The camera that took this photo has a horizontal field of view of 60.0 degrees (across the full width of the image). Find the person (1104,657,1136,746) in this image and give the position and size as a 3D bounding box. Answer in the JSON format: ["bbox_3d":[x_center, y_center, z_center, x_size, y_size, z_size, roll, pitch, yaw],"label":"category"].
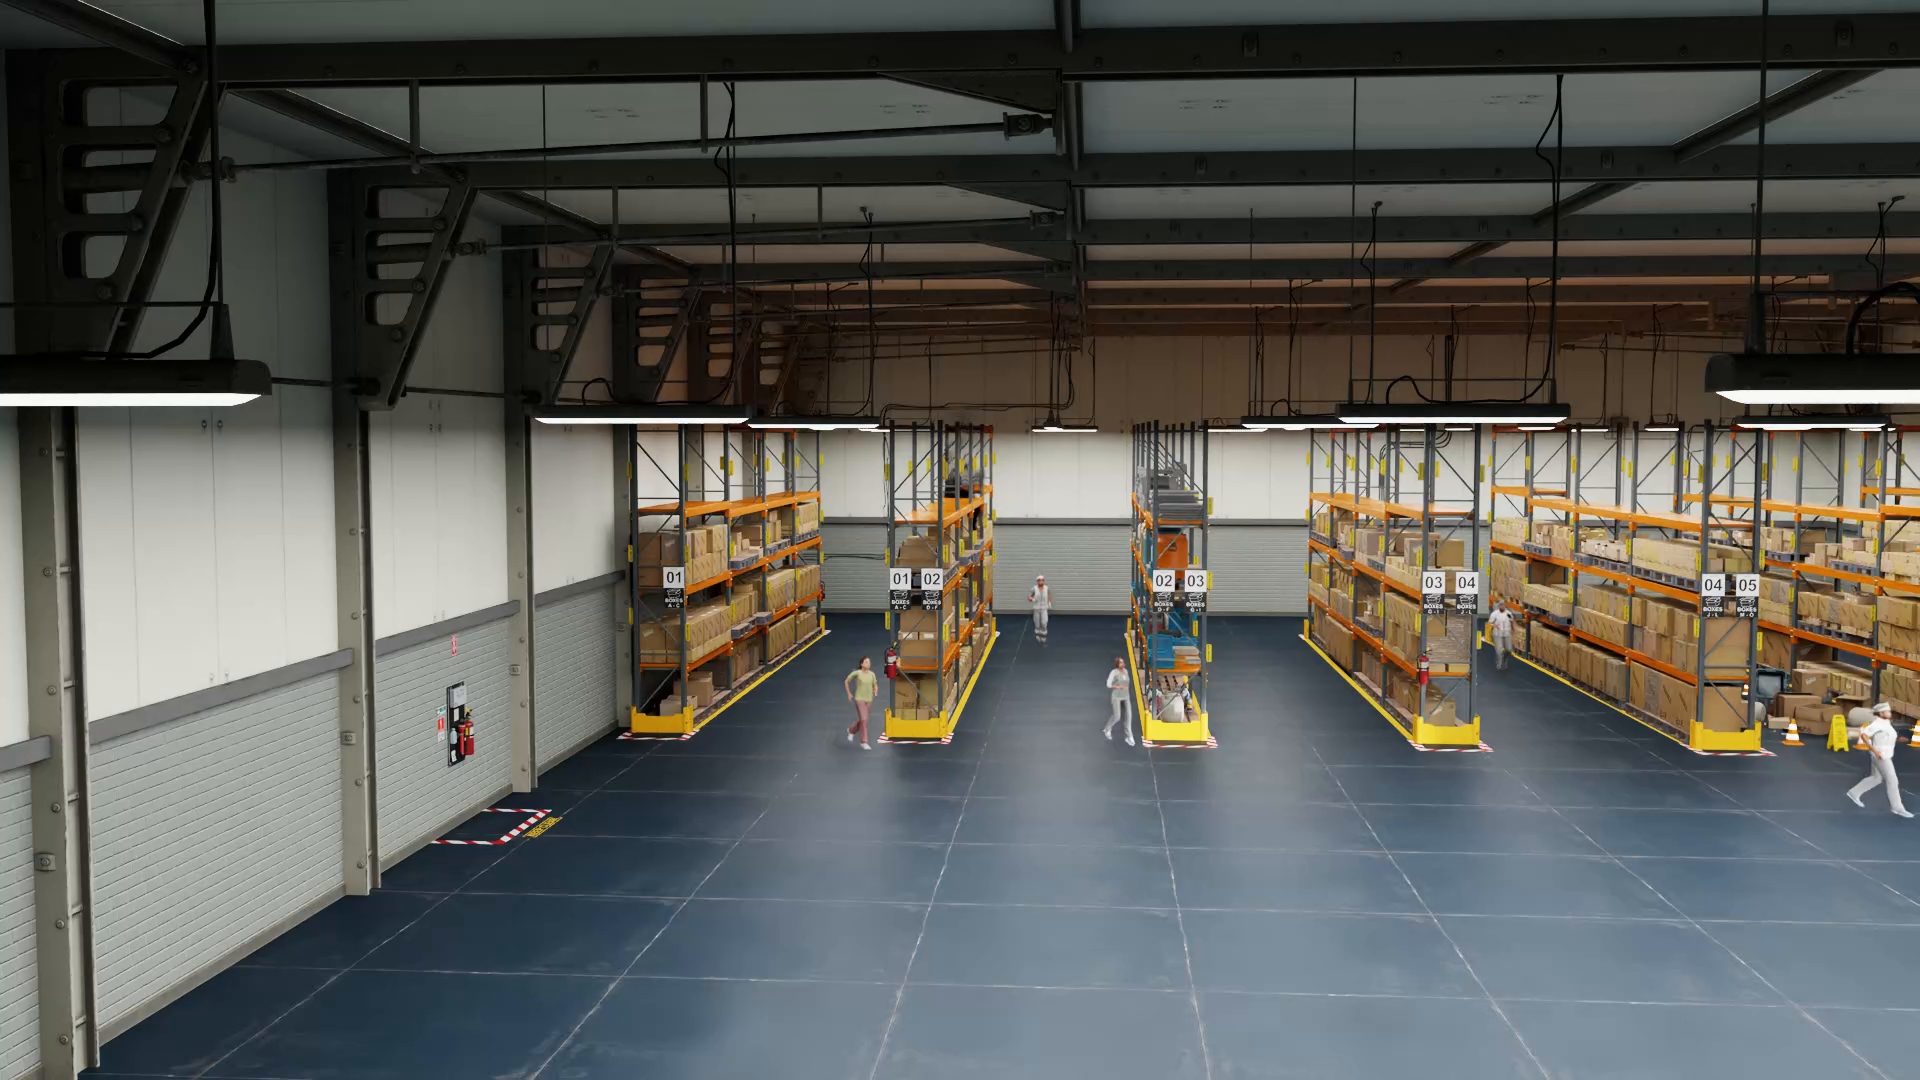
[{"bbox_3d":[2.950,2.967,30.799,0.542,1.612,0.744,-2,4,-29],"label":"person"}]

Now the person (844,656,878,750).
[{"bbox_3d":[-1.763,2.976,30.566,0.614,1.646,0.819,-2,4,-34],"label":"person"}]

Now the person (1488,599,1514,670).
[{"bbox_3d":[13.148,2.297,40.263,0.650,1.744,0.602,0,4,4],"label":"person"}]

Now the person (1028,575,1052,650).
[{"bbox_3d":[2.060,1.856,42.892,0.638,1.891,0.743,0,4,-1],"label":"person"}]

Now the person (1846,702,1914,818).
[{"bbox_3d":[13.876,3.271,25.029,0.916,1.688,0.530,3,5,38],"label":"person"}]
